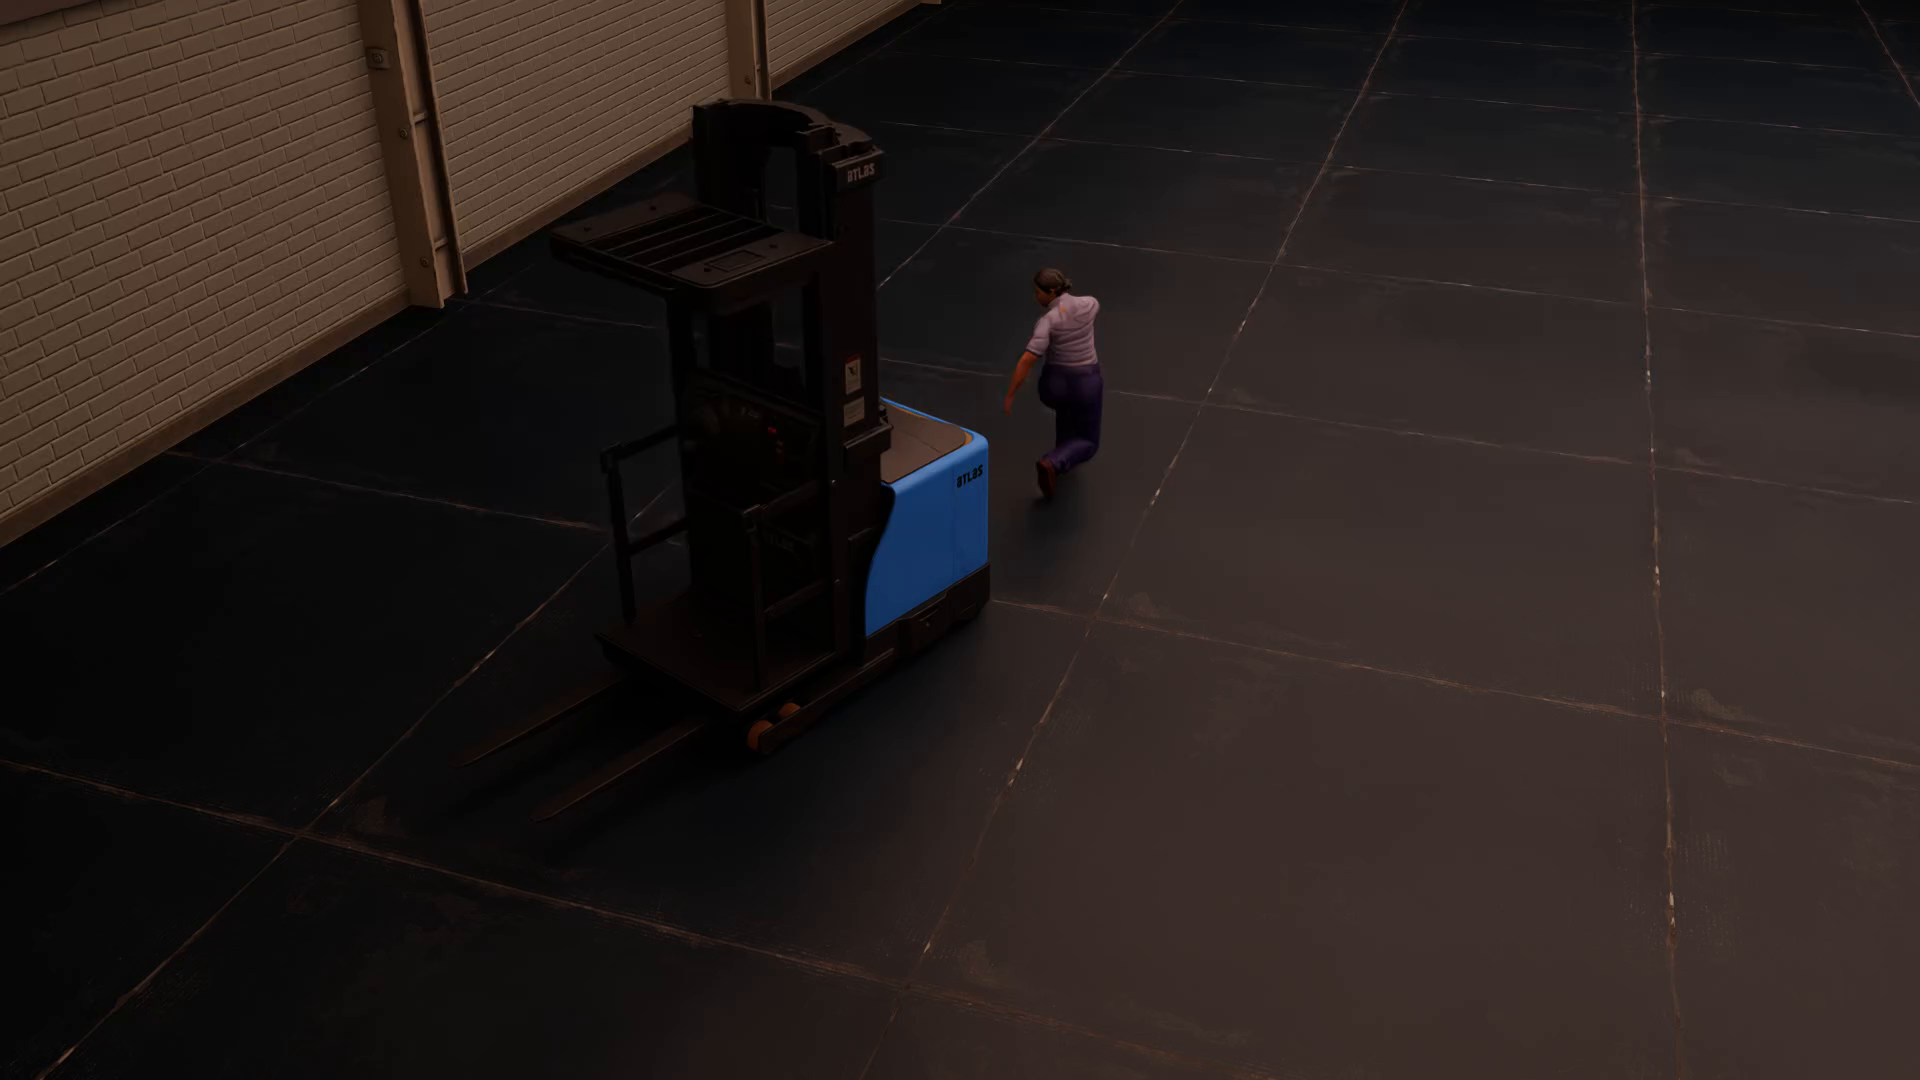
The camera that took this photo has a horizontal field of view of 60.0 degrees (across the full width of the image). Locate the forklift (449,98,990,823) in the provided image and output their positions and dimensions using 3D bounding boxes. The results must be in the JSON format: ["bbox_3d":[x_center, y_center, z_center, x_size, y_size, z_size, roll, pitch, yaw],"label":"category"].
[{"bbox_3d":[-1.168,-0.494,8.004,1.130,2.935,3.031,23,37,34],"label":"forklift"}]

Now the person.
[{"bbox_3d":[0.605,-1.007,10.483,0.593,1.428,0.861,5,30,9],"label":"person"}]
